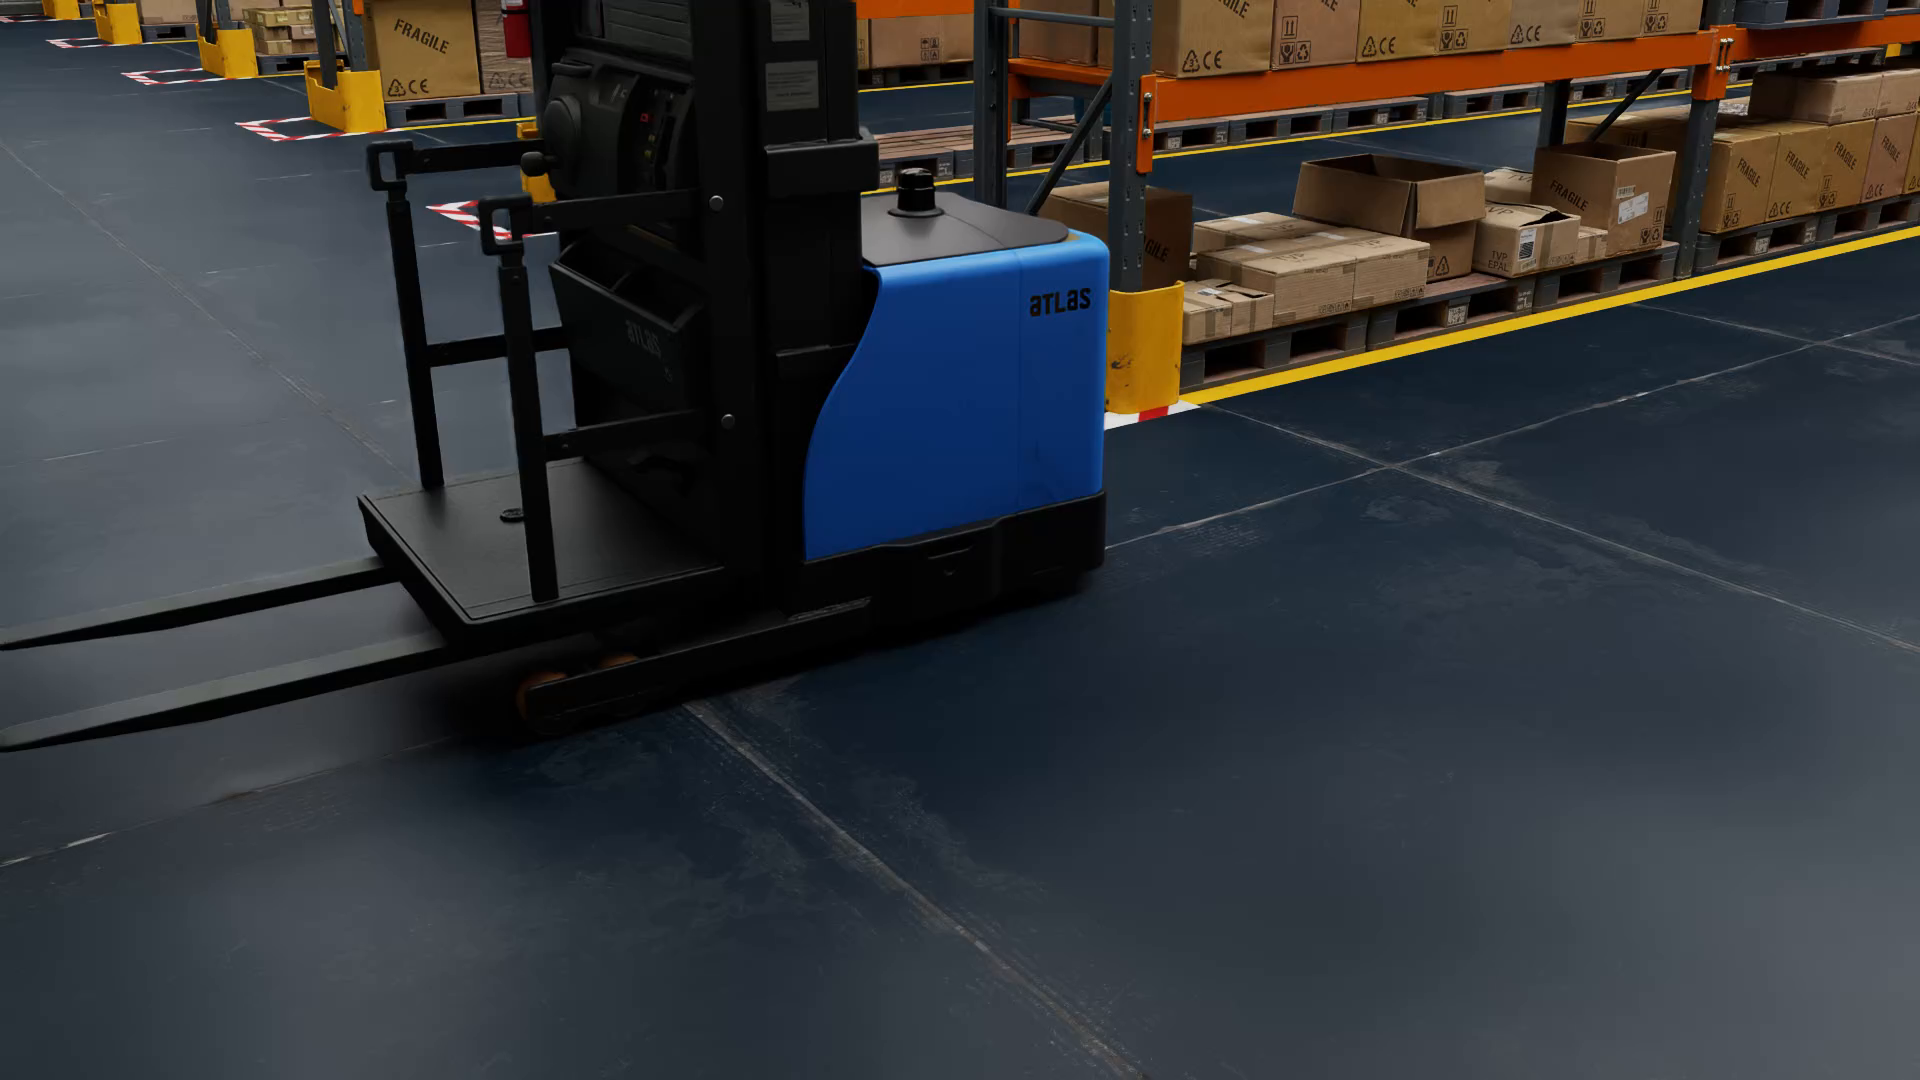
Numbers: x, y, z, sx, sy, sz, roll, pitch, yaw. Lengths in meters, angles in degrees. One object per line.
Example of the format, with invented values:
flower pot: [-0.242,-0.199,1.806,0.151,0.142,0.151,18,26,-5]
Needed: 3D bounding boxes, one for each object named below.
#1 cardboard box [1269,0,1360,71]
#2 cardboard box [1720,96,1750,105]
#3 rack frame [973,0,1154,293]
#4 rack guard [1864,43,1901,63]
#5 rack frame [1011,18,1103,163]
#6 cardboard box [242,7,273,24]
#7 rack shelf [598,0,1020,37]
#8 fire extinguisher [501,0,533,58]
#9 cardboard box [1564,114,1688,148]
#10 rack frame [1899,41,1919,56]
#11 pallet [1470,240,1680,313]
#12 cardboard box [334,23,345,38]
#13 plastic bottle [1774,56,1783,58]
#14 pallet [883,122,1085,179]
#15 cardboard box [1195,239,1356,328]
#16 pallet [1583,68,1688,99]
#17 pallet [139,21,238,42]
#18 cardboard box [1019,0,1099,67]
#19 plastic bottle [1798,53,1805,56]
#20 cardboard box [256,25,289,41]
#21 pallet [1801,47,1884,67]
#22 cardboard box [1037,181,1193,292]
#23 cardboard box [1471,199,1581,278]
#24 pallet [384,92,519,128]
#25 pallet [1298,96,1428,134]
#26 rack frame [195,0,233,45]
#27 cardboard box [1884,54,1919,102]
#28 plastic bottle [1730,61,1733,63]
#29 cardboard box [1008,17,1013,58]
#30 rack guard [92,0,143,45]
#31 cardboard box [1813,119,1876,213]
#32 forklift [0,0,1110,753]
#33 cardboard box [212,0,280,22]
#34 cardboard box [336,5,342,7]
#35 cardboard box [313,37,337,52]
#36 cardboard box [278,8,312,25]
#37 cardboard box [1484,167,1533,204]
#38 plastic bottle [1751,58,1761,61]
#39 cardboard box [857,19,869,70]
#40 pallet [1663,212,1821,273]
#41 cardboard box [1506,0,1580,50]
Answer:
cardboard box: [1.326,-2.267,6.990,0.500,0.500,0.500,-15,26,-33]
cardboard box: [5.101,-2.517,10.529,0.500,0.500,0.500,-16,27,-35]
rack frame: [0.396,-2.091,6.683,0.127,3.000,1.000,-15,26,-33]
rack guard: [10.460,-5.853,19.485,0.348,0.500,1.175,-15,26,-33]
rack frame: [0.753,-4.448,12.589,0.127,3.000,1.000,-15,26,-33]
cardboard box: [-7.920,-5.924,18.766,0.250,0.149,0.380,-15,26,-32]
rack shelf: [-0.870,-3.681,11.637,4.000,0.370,1.077,-15,26,-33]
fire extinguisher: [-2.882,-3.477,10.763,0.183,0.674,0.296,-15,26,-33]
cardboard box: [3.876,-2.193,9.718,0.500,0.500,0.500,-15,26,-33]
rack frame: [6.890,-3.822,11.022,0.127,3.000,1.000,-15,26,-33]
pallet: [3.085,-1.513,8.997,1.213,0.211,1.003,-15,26,-33]
cardboard box: [-6.952,-5.776,18.796,0.250,0.149,0.380,-14,26,-31]
plastic bottle: [8.794,-5.376,17.897,0.185,0.351,0.144,-14,26,-31]
pallet: [0.179,-2.982,12.678,1.213,0.211,1.003,-15,26,-33]
cardboard box: [1.409,-1.159,7.463,0.500,0.250,0.500,-15,26,-33]
pallet: [6.632,-4.702,16.990,1.213,0.211,1.003,-15,26,-33]
pallet: [-10.571,-6.955,22.634,1.213,0.211,1.003,-15,26,-33]
cardboard box: [0.600,-2.316,7.112,0.500,0.500,0.500,-14,26,-31]
plastic bottle: [9.175,-5.428,18.116,0.133,0.283,0.061,-14,26,-32]
cardboard box: [-7.626,-5.631,18.434,0.250,0.149,0.380,-14,26,-31]
pallet: [9.797,-5.545,19.101,1.213,0.211,1.003,-15,26,-33]
cardboard box: [0.693,-1.326,7.545,0.500,0.500,0.500,-15,26,-33]
cardboard box: [2.737,-1.541,8.339,0.500,0.311,0.500,-15,26,-33]
pallet: [-4.783,-3.973,15.163,1.213,0.211,1.003,-15,26,-33]
pallet: [3.384,-3.835,14.816,1.213,0.211,1.003,-15,26,-33]
rack frame: [-8.201,-6.586,17.948,0.127,3.000,1.000,-15,26,-33]
cardboard box: [6.224,-2.927,10.547,0.500,0.250,0.500,-14,26,-31]
plastic bottle: [8.008,-5.134,17.390,0.135,0.276,0.152,-14,26,-31]
cardboard box: [0.535,-5.869,18.450,0.875,0.875,1.225,-16,27,-35]
rack guard: [-11.194,-6.887,22.075,0.348,0.500,1.175,-15,26,-33]
cardboard box: [5.014,-2.256,9.876,0.500,0.500,0.500,-15,26,-32]
forklift: [-1.074,-1.086,4.258,3.031,2.935,1.130,-13,25,-30]
cardboard box: [-9.959,-7.432,22.958,0.875,0.438,0.875,-14,26,-31]
cardboard box: [-7.299,-6.092,19.188,0.250,0.149,0.380,-16,27,-35]
cardboard box: [-7.227,-5.611,18.785,0.250,0.149,0.380,-15,26,-32]
cardboard box: [-7.424,-5.840,18.556,0.250,0.149,0.380,-14,26,-32]
cardboard box: [3.176,-1.886,9.205,0.500,0.311,0.500,-15,26,-33]
plastic bottle: [8.456,-5.236,17.636,0.133,0.283,0.061,-14,25,-31]
cardboard box: [-1.632,-5.290,17.001,0.875,0.875,1.225,-15,26,-33]
pallet: [4.281,-1.849,9.839,1.213,0.211,1.003,-15,26,-33]
cardboard box: [2.554,-2.594,7.808,0.500,0.500,0.500,-14,26,-32]
